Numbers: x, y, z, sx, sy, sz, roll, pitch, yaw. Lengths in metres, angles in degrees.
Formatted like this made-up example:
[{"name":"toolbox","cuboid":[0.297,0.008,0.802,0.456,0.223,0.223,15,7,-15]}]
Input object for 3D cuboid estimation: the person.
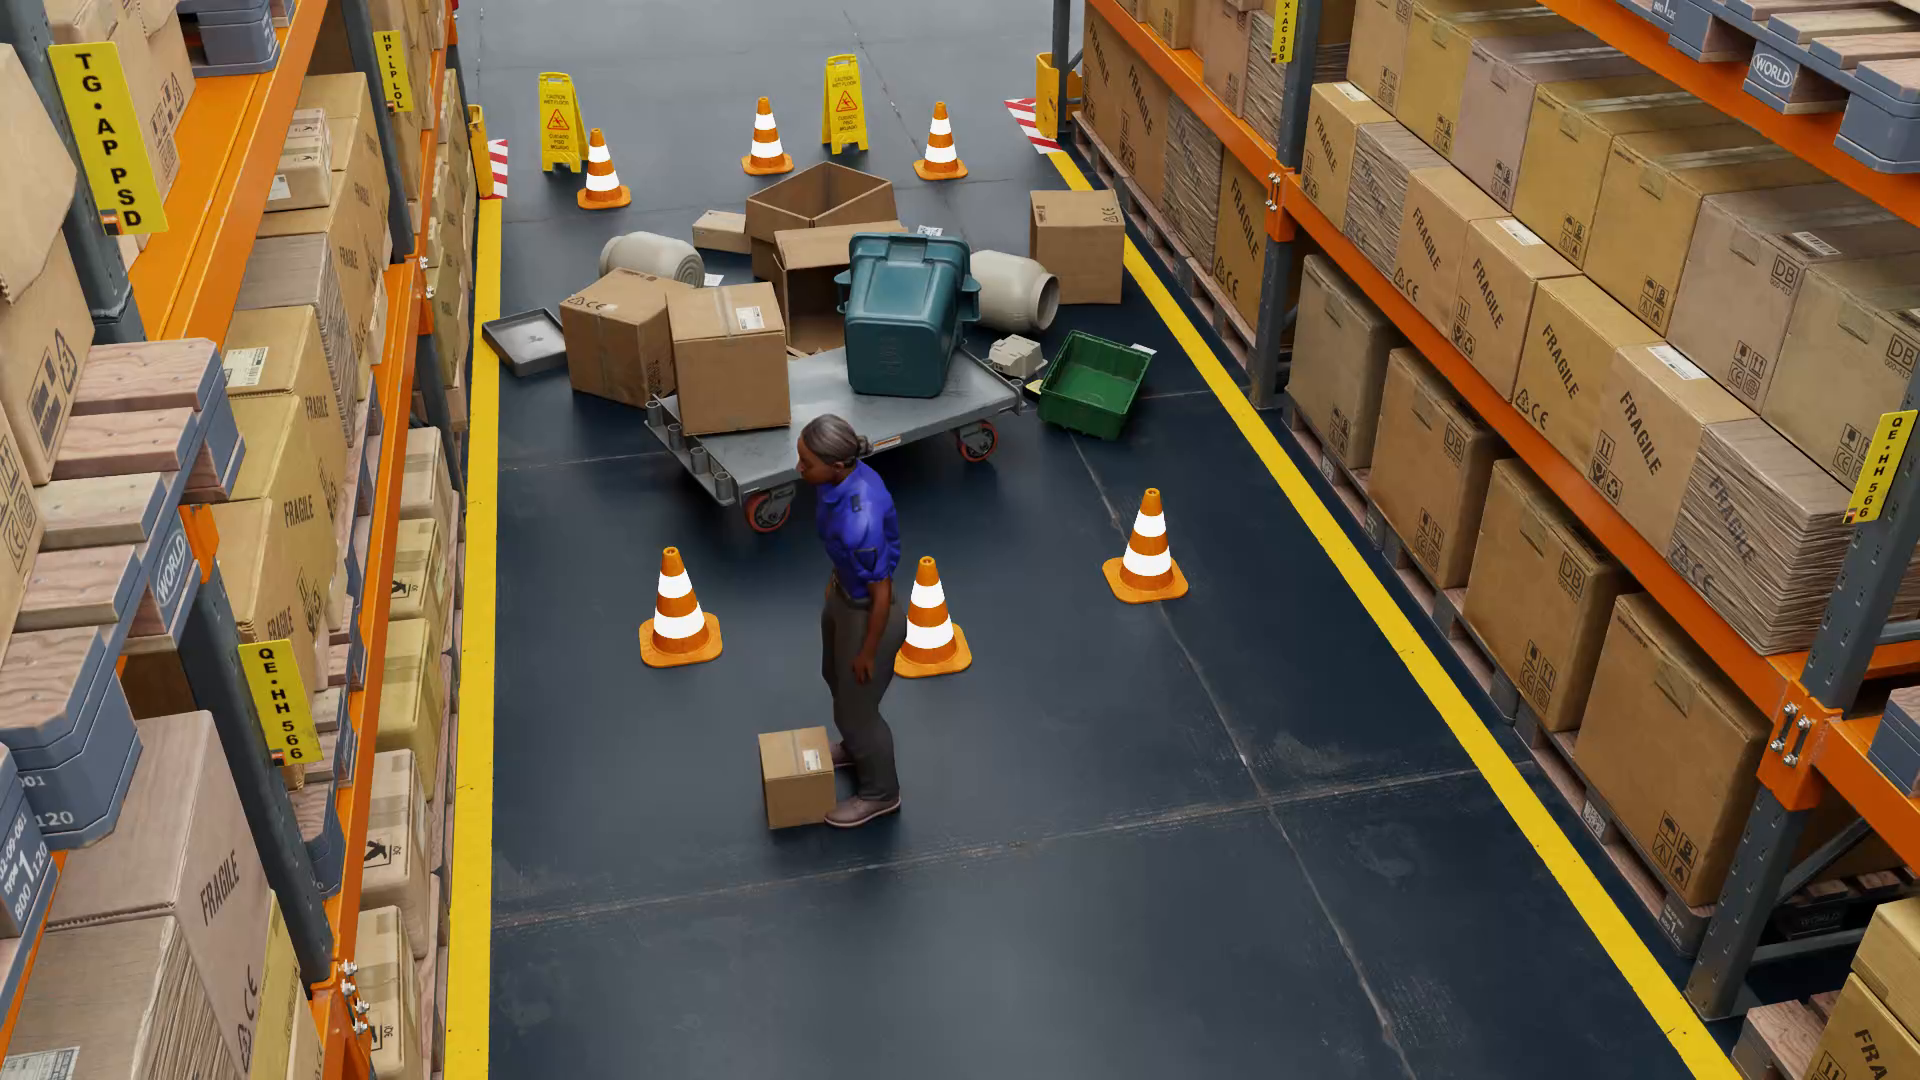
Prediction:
[{"name":"person","cuboid":[-0.371,0.259,5.772,0.348,1.653,0.522,-9,36,-13]}]
